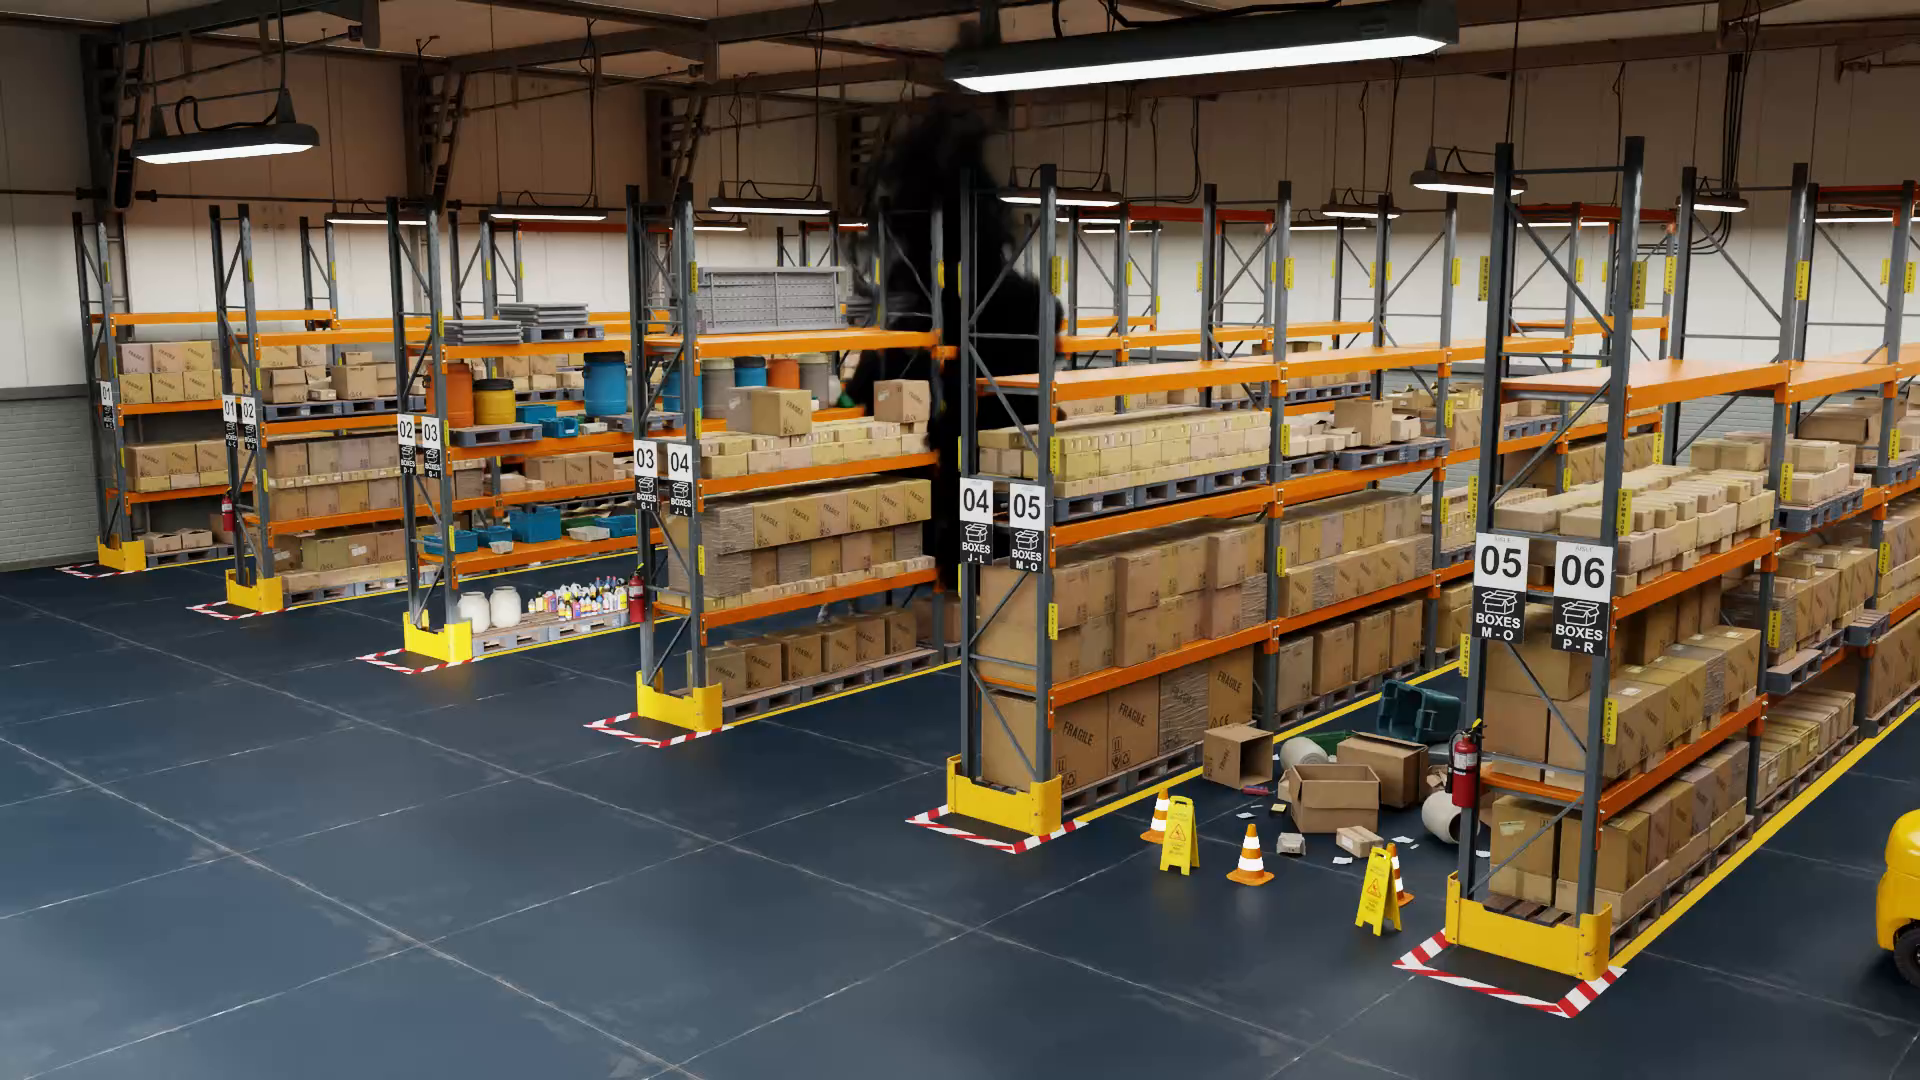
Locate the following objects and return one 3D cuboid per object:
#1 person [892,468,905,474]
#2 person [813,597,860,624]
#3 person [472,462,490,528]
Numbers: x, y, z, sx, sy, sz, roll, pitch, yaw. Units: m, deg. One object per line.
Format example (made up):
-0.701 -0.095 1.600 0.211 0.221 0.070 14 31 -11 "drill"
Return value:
-1.192 -1.085 32.658 0.581 1.753 0.761 5 11 27 "person"
-1.670 0.269 22.561 0.682 1.804 0.861 8 13 41 "person"
-8.660 -0.636 30.166 0.561 1.618 0.593 7 12 37 "person"
